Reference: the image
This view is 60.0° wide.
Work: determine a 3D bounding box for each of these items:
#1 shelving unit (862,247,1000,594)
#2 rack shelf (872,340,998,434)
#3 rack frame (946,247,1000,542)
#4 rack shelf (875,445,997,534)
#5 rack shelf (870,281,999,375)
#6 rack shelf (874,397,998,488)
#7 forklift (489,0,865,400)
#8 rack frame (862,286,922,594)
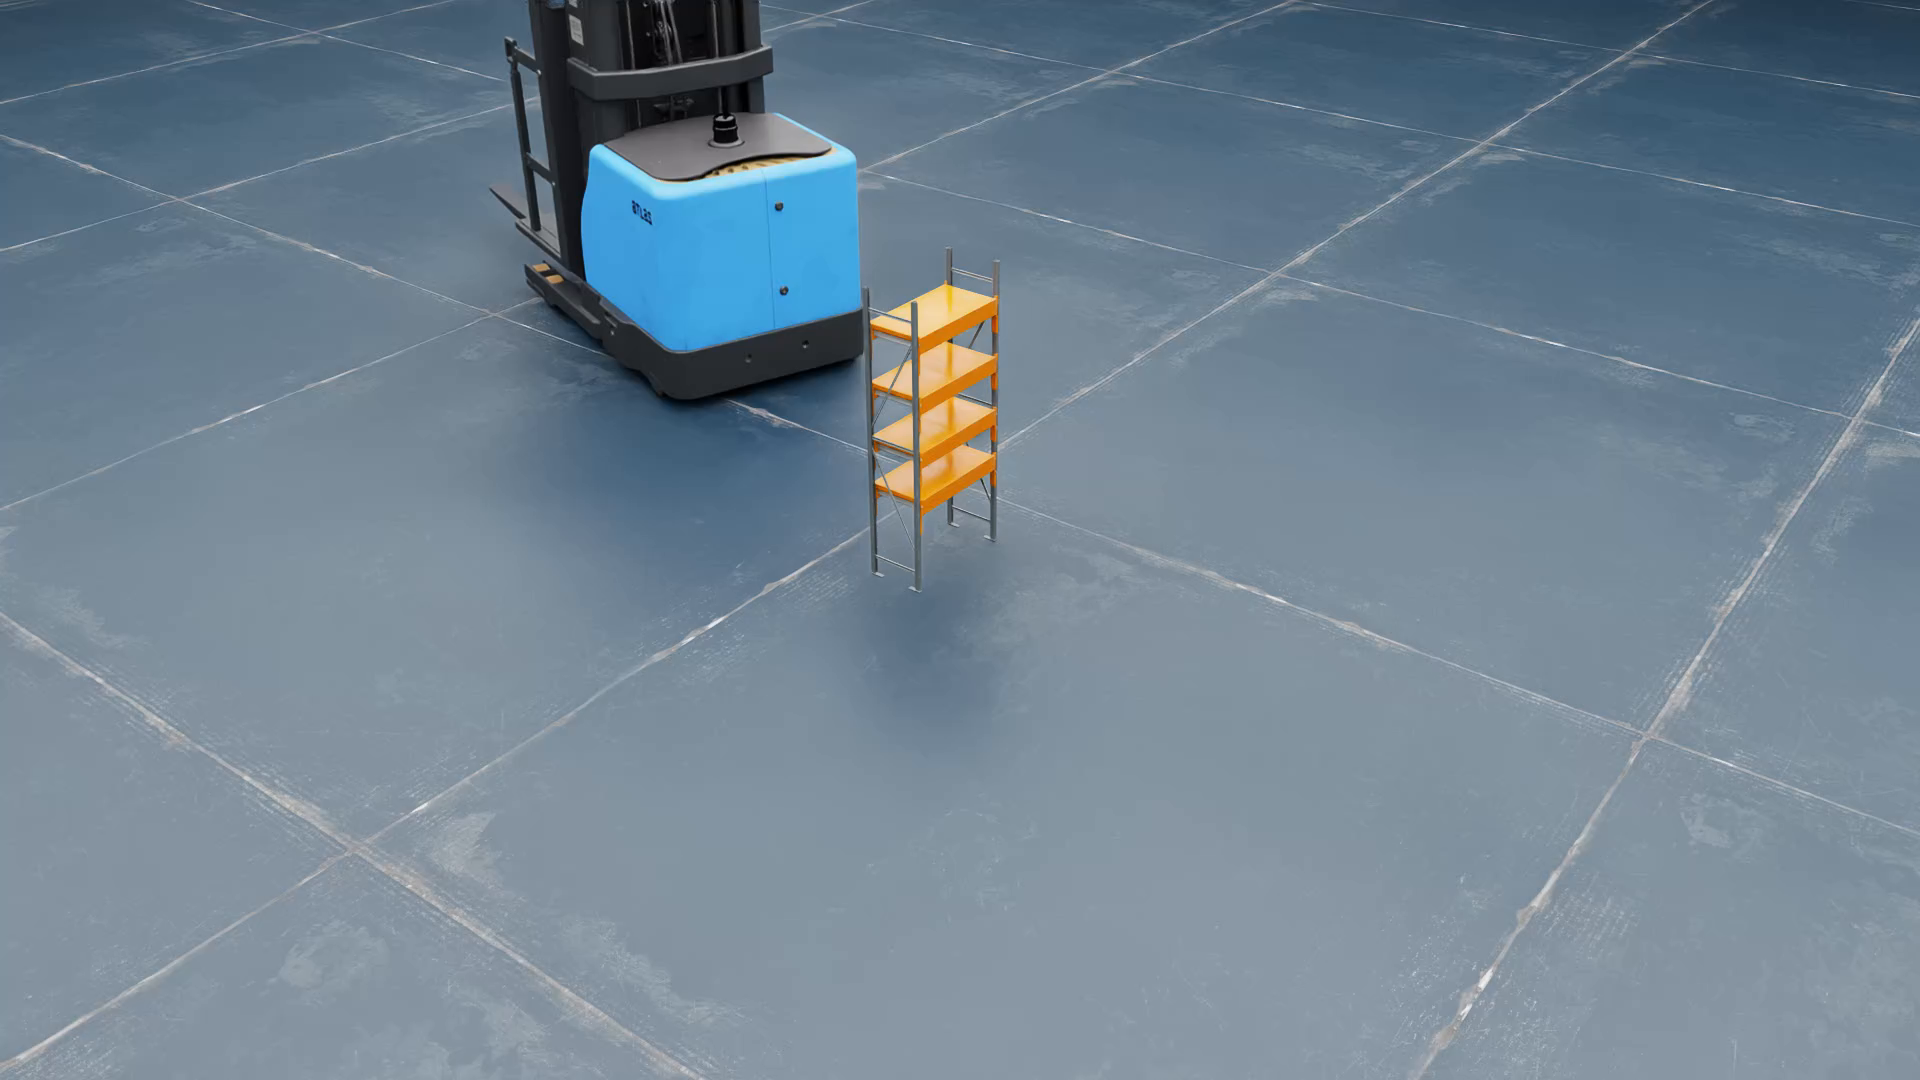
[{"bbox_3d":[-0.100,-0.449,6.331,0.258,1.200,0.503,21,37,31],"label":"shelving unit"},{"bbox_3d":[-0.100,-0.583,6.251,0.258,0.148,0.480,21,37,31],"label":"rack shelf"},{"bbox_3d":[0.047,-0.548,6.498,0.240,1.200,0.015,21,37,31],"label":"rack frame"},{"bbox_3d":[-0.100,-0.220,6.466,0.258,0.148,0.480,21,37,31],"label":"rack shelf"},{"bbox_3d":[-0.100,-0.787,6.130,0.258,0.148,0.480,21,37,31],"label":"rack shelf"},{"bbox_3d":[-0.100,-0.391,6.365,0.258,0.148,0.480,21,37,31],"label":"rack shelf"},{"bbox_3d":[-1.688,-2.620,8.296,1.130,2.935,3.031,-18,35,-28],"label":"forklift"},{"bbox_3d":[-0.247,-0.350,6.163,0.240,1.200,0.015,21,37,31],"label":"rack frame"}]
